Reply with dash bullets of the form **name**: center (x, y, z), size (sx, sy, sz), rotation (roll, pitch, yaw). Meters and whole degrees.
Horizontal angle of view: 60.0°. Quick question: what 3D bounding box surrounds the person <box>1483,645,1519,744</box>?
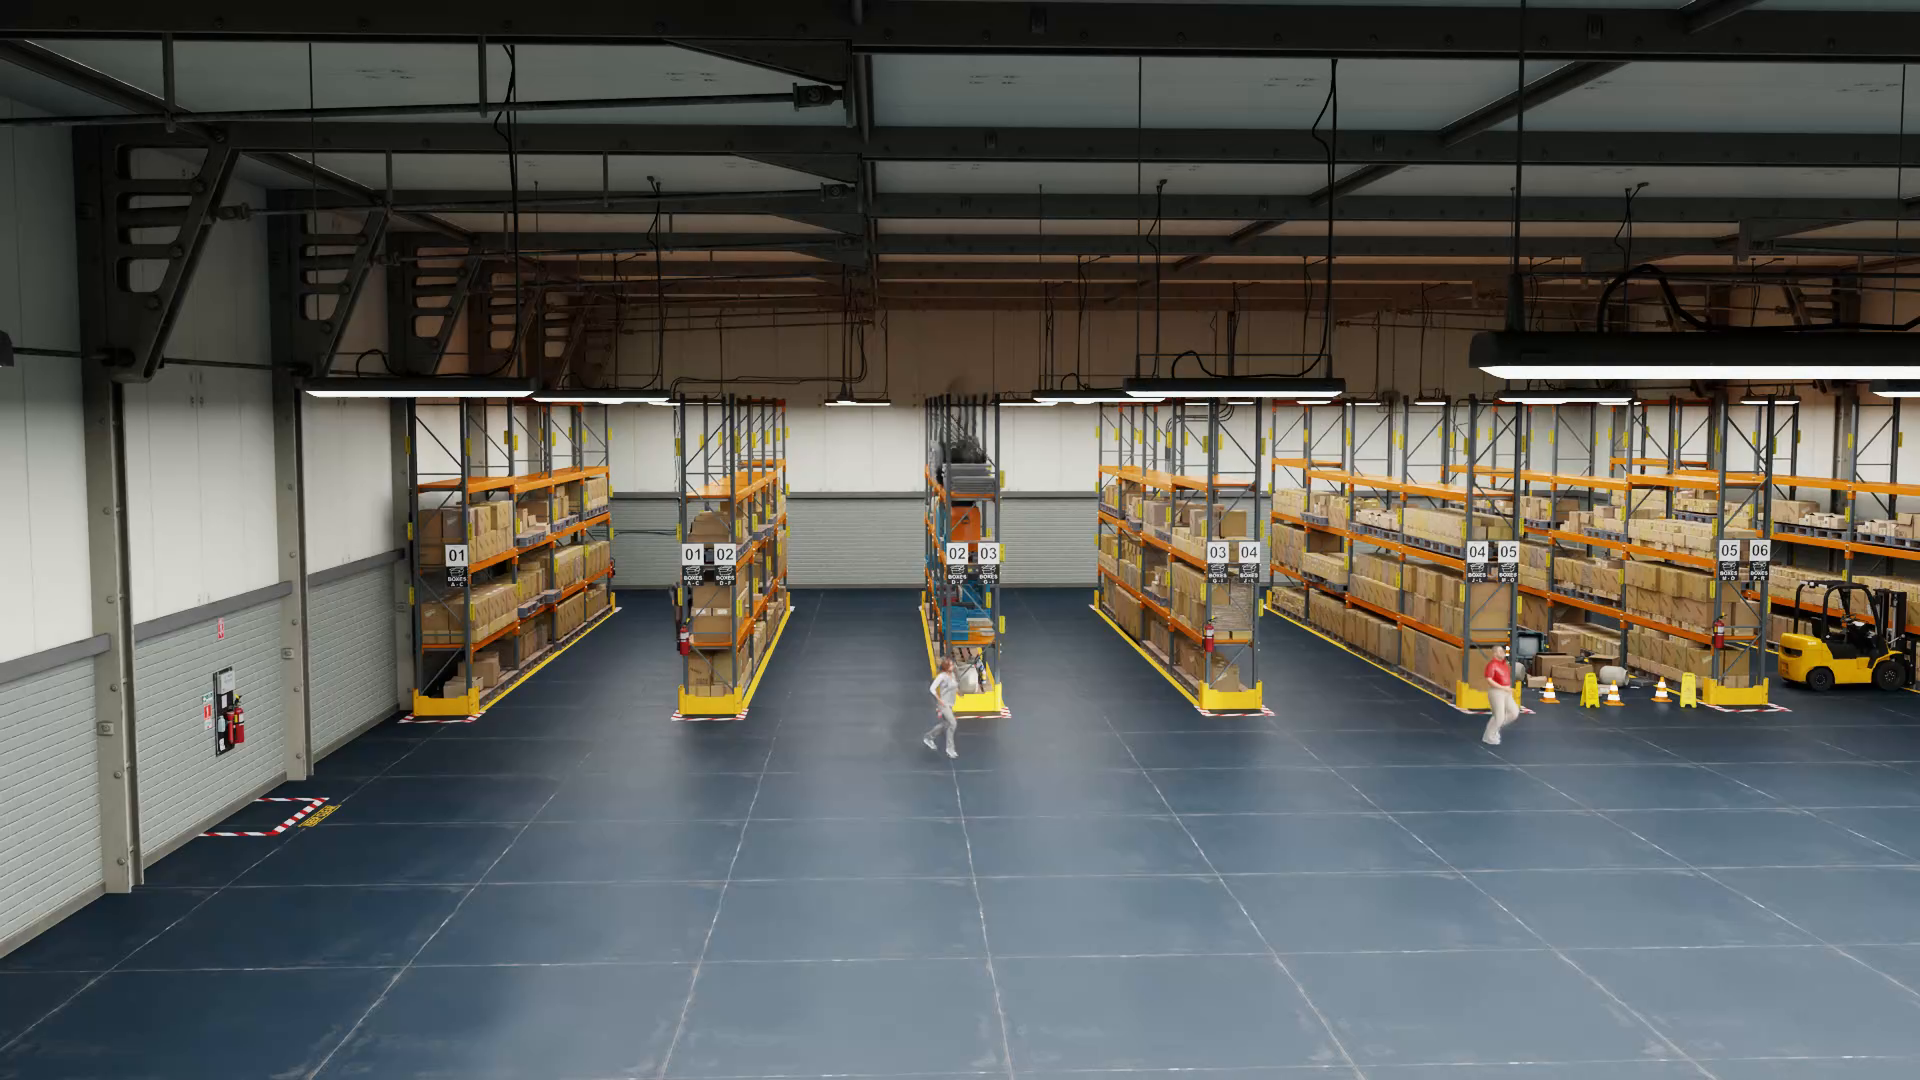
- **person**: center (9.233, 2.639, 28.385), size (0.567, 1.687, 0.667), rotation (4, 6, 45)

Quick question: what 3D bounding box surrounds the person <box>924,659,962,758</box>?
- **person**: center (-0.288, 2.764, 27.470), size (0.691, 1.640, 0.561), rotation (2, 5, 27)

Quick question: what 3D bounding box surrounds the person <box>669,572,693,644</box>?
- **person**: center (-6.776, 1.664, 40.640), size (0.638, 1.784, 0.781), rotation (-1, 5, -10)
